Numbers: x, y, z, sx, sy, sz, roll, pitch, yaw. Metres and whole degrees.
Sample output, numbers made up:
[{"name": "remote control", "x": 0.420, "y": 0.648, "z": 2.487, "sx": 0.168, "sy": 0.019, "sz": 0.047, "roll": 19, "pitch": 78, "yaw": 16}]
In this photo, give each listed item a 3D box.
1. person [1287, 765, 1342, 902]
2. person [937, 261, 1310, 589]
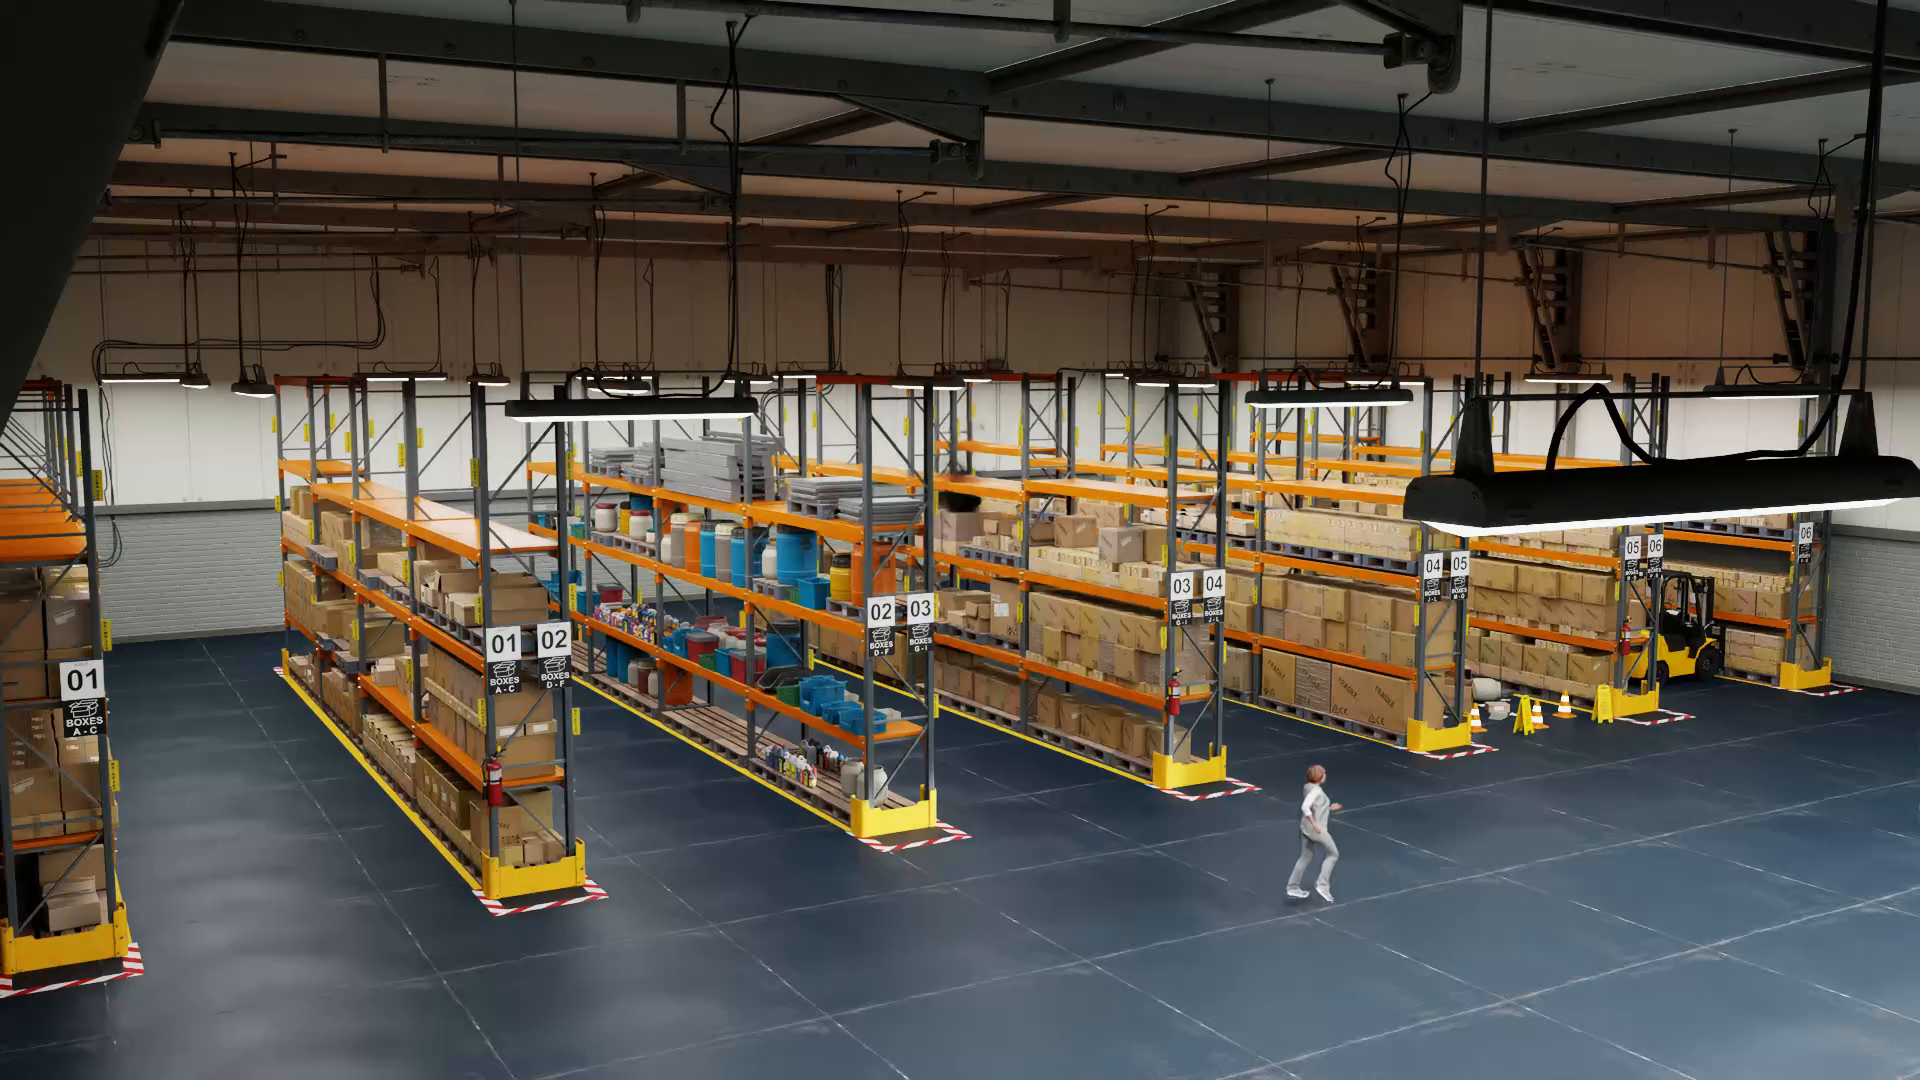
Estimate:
[{"name": "person", "x": 4.140, "y": 3.417, "z": 19.378, "sx": 0.650, "sy": 1.621, "sz": 0.515, "roll": -1, "pitch": 6, "yaw": -12}, {"name": "person", "x": 2.843, "y": -2.999, "z": 43.769, "sx": 12.753, "sy": 8.931, "sz": 9.001, "roll": -4, "pitch": 7, "yaw": -30}]
